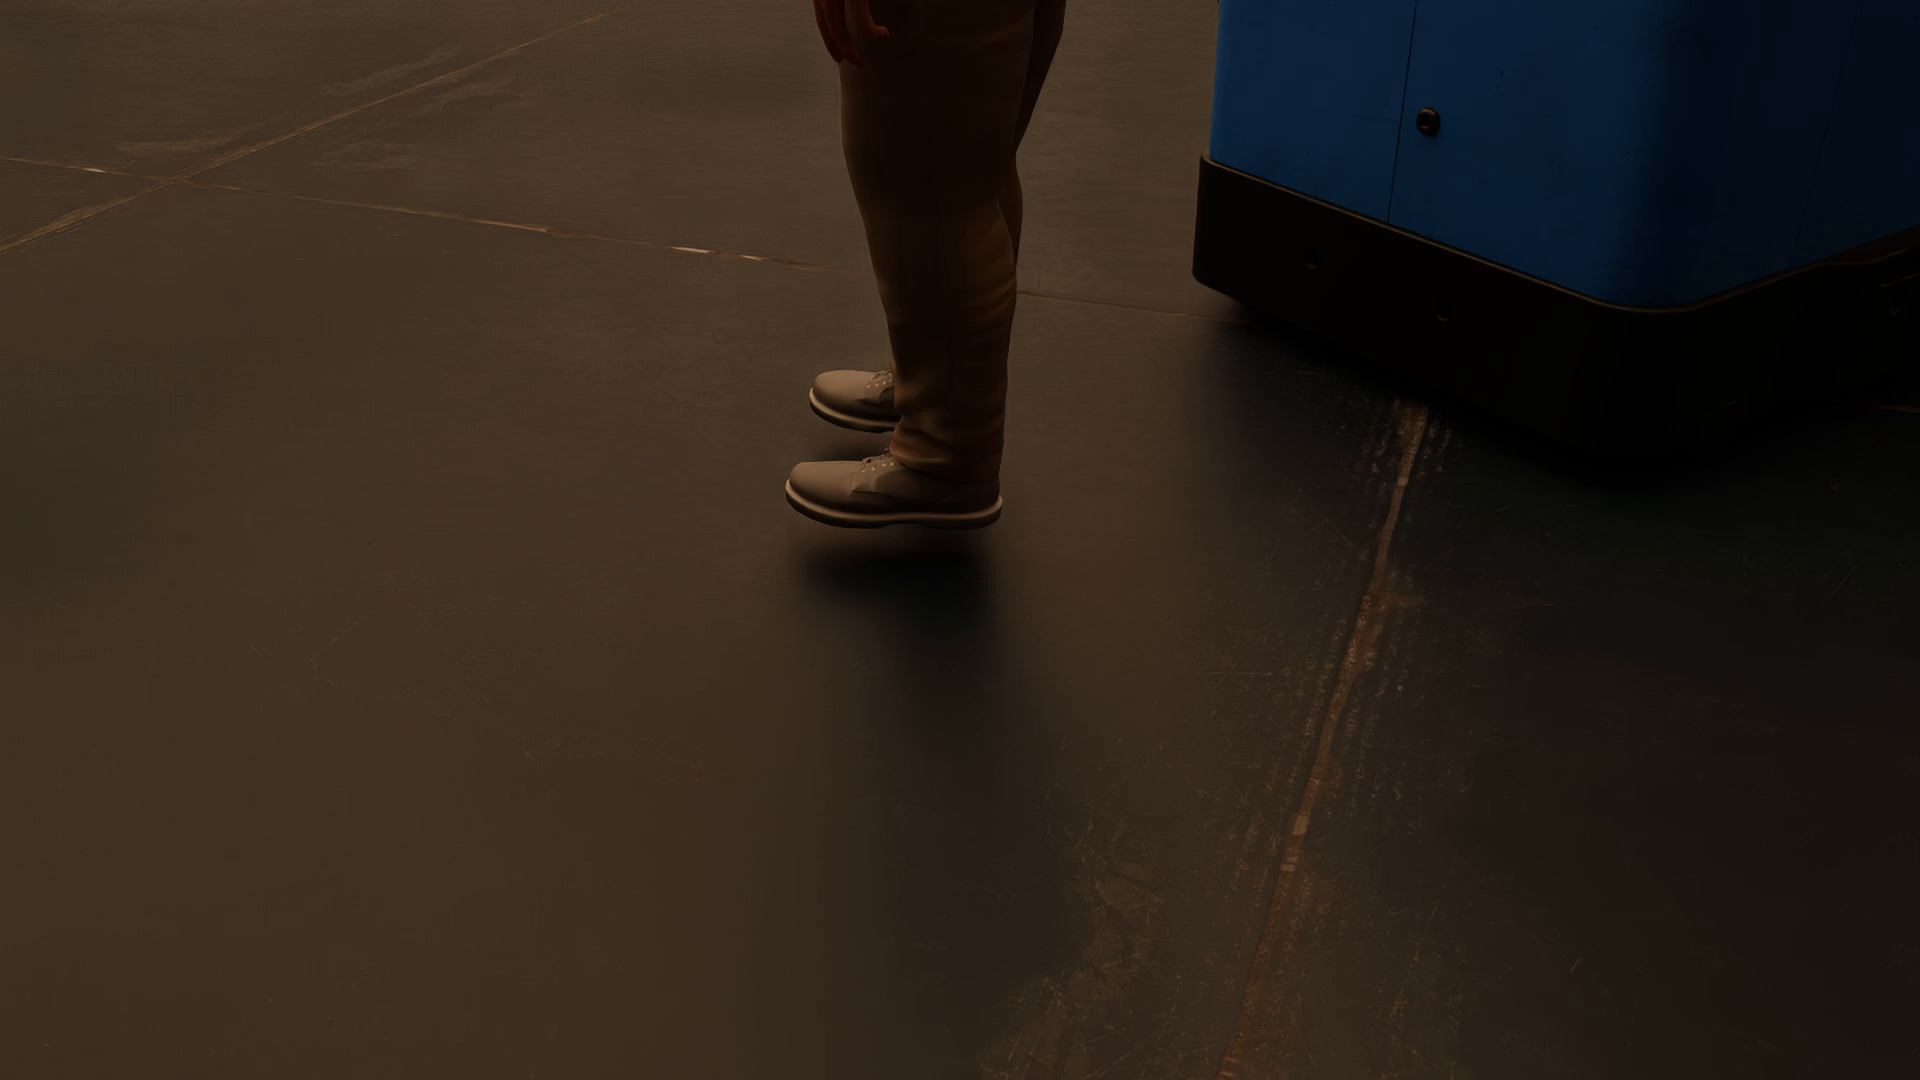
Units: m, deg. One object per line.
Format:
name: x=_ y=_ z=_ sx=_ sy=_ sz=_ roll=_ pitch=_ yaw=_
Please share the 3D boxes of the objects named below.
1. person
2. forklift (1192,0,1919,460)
person: x=-0.080 y=-0.814 z=2.088 sx=0.551 sy=1.727 sz=0.640 roll=10 pitch=31 yaw=18
forklift: x=1.962 y=-1.957 z=2.980 sx=3.031 sy=2.935 sz=1.130 roll=-19 pitch=35 yaw=-30
